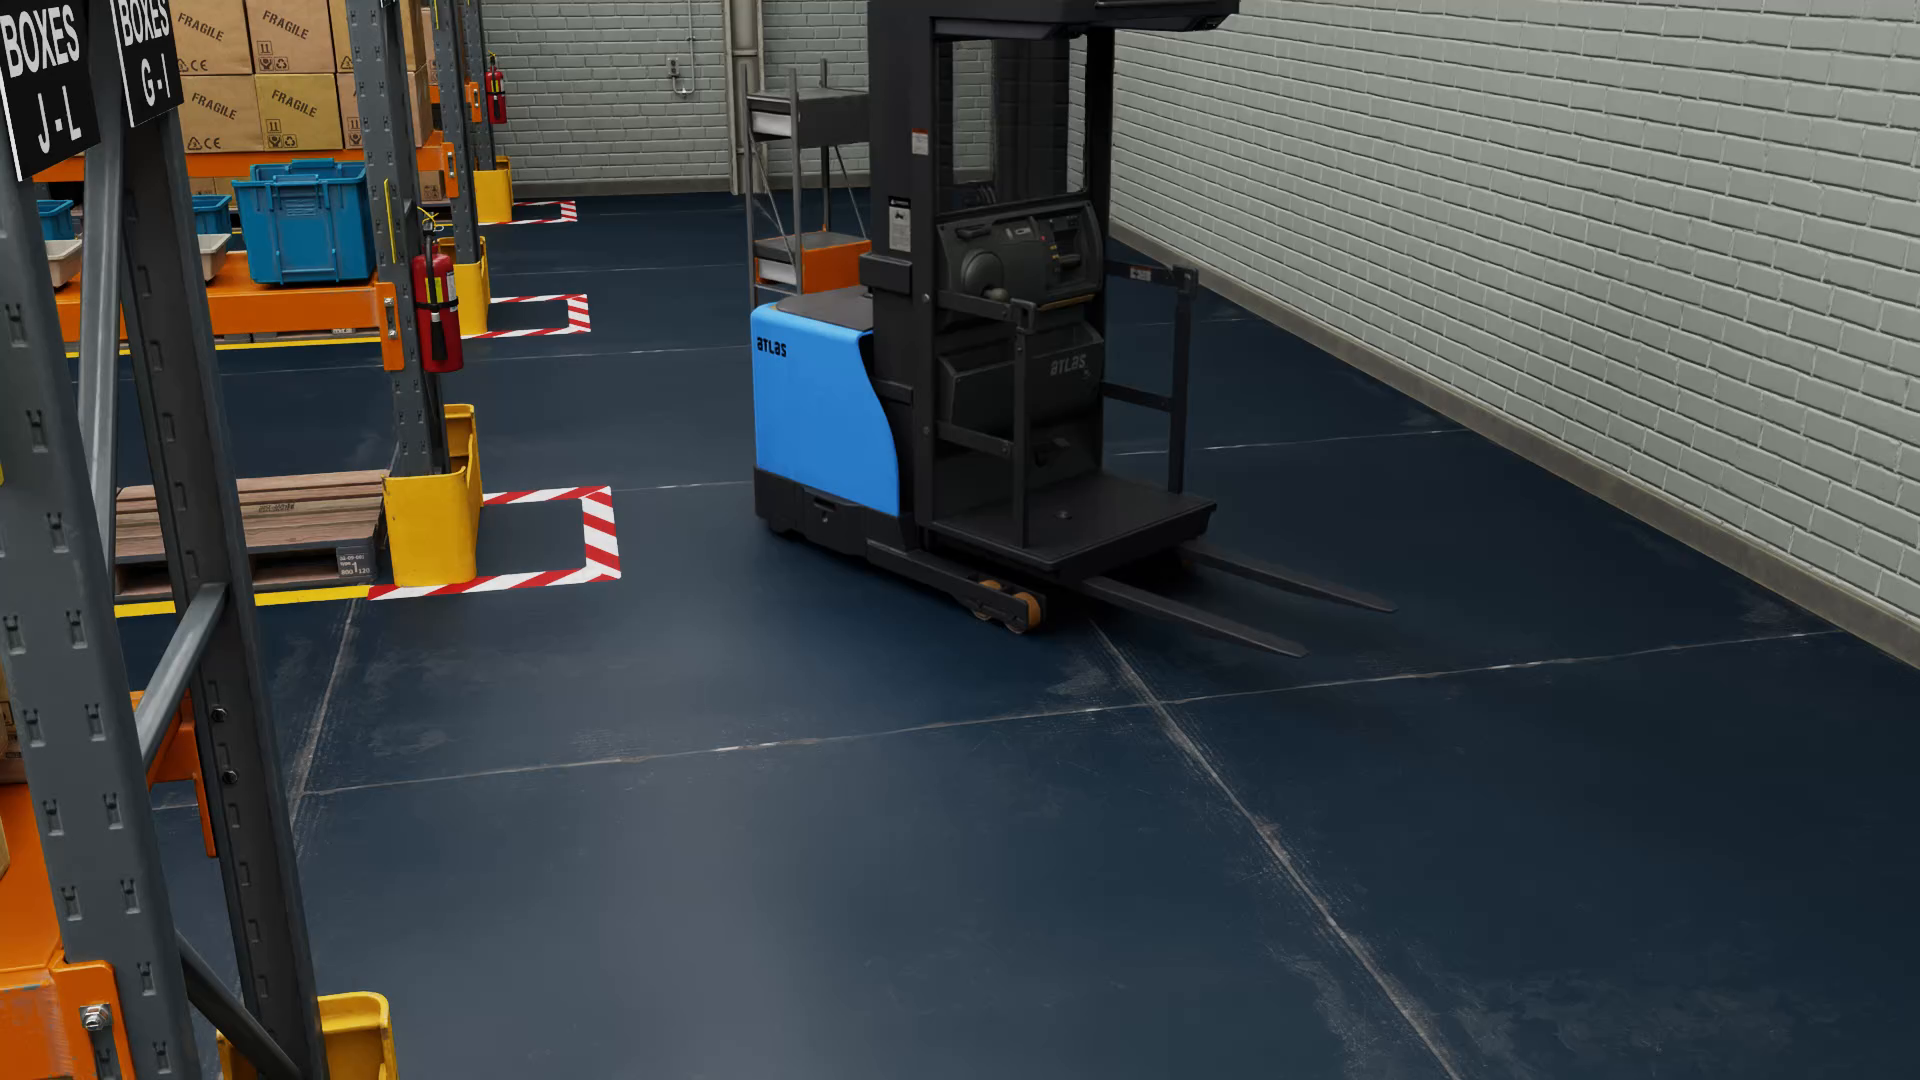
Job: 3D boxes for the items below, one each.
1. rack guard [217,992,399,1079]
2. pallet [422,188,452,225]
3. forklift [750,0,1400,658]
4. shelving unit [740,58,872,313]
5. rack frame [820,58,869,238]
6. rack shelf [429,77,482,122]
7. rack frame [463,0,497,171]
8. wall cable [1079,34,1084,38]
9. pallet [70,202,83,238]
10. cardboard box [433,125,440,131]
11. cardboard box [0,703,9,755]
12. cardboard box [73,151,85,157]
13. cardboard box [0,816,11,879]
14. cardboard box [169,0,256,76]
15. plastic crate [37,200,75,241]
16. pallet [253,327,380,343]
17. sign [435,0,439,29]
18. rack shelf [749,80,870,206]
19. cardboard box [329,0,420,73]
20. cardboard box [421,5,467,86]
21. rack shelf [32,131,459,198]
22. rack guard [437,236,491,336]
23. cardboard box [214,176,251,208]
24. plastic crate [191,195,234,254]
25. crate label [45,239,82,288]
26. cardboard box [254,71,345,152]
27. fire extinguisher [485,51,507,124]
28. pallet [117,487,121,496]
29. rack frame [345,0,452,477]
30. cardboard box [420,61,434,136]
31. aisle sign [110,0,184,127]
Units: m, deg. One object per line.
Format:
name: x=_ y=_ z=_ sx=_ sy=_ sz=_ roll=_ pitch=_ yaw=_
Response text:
rack guard: x=-1.288 y=1.432 z=3.180 sx=0.348 sy=0.500 sz=1.175 roll=-5 pitch=21 yaw=-12
pallet: x=-5.491 y=-3.316 z=16.559 sx=1.213 sy=0.211 sz=1.003 roll=-5 pitch=21 yaw=-12
forklift: x=0.411 y=-1.195 z=6.817 sx=1.130 sy=2.935 sz=3.031 roll=-19 pitch=27 yaw=-41
shelving unit: x=-0.718 y=-1.273 z=8.236 sx=0.503 sy=2.100 sz=0.431 roll=-19 pitch=27 yaw=-41
rack frame: x=-0.544 y=-1.331 z=8.396 sx=0.015 sy=2.100 sz=0.400 roll=-19 pitch=27 yaw=-41
rack shelf: x=-6.677 y=-4.218 z=16.015 sx=4.000 sy=0.370 sz=1.077 roll=-5 pitch=21 yaw=-12
rack frame: x=-4.731 y=-4.714 z=16.324 sx=0.127 sy=3.000 sz=1.000 roll=-5 pitch=21 yaw=-12
wall cable: x=0.855 y=-6.401 z=16.721 sx=0.112 sy=2.526 sz=3.097 roll=-5 pitch=21 yaw=-12
pallet: x=-7.866 y=-3.122 z=16.032 sx=1.213 sy=0.211 sz=1.003 roll=-5 pitch=21 yaw=-12
cardboard box: x=-5.314 y=-4.030 z=16.537 sx=0.250 sy=0.149 sz=0.380 roll=-5 pitch=21 yaw=-12
cardboard box: x=-1.722 y=0.318 z=2.372 sx=0.500 sy=0.250 sz=0.500 roll=-5 pitch=21 yaw=-13
cardboard box: x=-5.937 y=-2.816 z=10.997 sx=0.500 sy=0.500 sz=0.500 roll=-5 pitch=21 yaw=-13
cardboard box: x=-1.582 y=0.516 z=2.410 sx=0.250 sy=0.149 sz=0.380 roll=-4 pitch=21 yaw=-11
cardboard box: x=-4.952 y=-3.363 z=11.035 sx=0.500 sy=0.500 sz=0.500 roll=-4 pitch=21 yaw=-11
plastic crate: x=-4.049 y=-1.334 z=7.252 sx=0.300 sy=0.233 sz=0.416 roll=-5 pitch=21 yaw=-12
pallet: x=-4.437 y=-1.678 z=12.088 sx=1.213 sy=0.211 sz=1.003 roll=-5 pitch=21 yaw=-12
sign: x=-3.479 y=-3.561 z=11.033 sx=0.005 sy=0.325 sz=0.100 roll=-5 pitch=21 yaw=-12
rack shelf: x=-0.718 y=-1.917 z=8.000 sx=0.480 sy=0.518 sz=0.431 roll=-19 pitch=27 yaw=-41
cardboard box: x=-3.957 y=-3.446 z=11.261 sx=0.500 sy=0.500 sz=0.500 roll=-5 pitch=21 yaw=-13
cardboard box: x=-5.225 y=-4.812 z=16.153 sx=0.700 sy=0.700 sz=0.980 roll=-4 pitch=20 yaw=-10
rack shelf: x=-5.534 y=-2.560 z=11.489 sx=4.000 sy=0.370 sz=1.077 roll=-5 pitch=21 yaw=-12
rack guard: x=-3.661 y=-1.877 z=12.211 sx=0.348 sy=0.500 sz=1.175 roll=-5 pitch=21 yaw=-12
cardboard box: x=-6.883 y=-3.525 z=16.099 sx=0.500 sy=0.500 sz=0.700 roll=-4 pitch=21 yaw=-11
plastic crate: x=-3.408 y=-1.386 z=7.394 sx=0.300 sy=0.233 sz=0.416 roll=-5 pitch=21 yaw=-12
crate label: x=-3.754 y=-1.129 z=6.832 sx=0.243 sy=0.136 sz=0.396 roll=-5 pitch=21 yaw=-12
cardboard box: x=-4.465 y=-2.935 z=11.320 sx=0.500 sy=0.500 sz=0.500 roll=-4 pitch=21 yaw=-12
fire extinguisher: x=-4.478 y=-4.360 z=16.012 sx=0.183 sy=0.674 sz=0.296 roll=-5 pitch=21 yaw=-12
pallet: x=-4.448 y=0.059 z=7.347 sx=1.213 sy=0.211 sz=1.003 roll=-5 pitch=21 yaw=-12
rack frame: x=-2.451 y=-1.398 z=7.271 sx=0.127 sy=3.000 sz=1.000 roll=-5 pitch=21 yaw=-12
cardboard box: x=-4.080 y=-3.157 z=11.926 sx=0.500 sy=0.500 sz=0.500 roll=-4 pitch=21 yaw=-11
aisle sign: x=-1.311 y=-1.067 z=2.587 sx=0.004 sy=0.787 sz=0.394 roll=-5 pitch=21 yaw=-12
